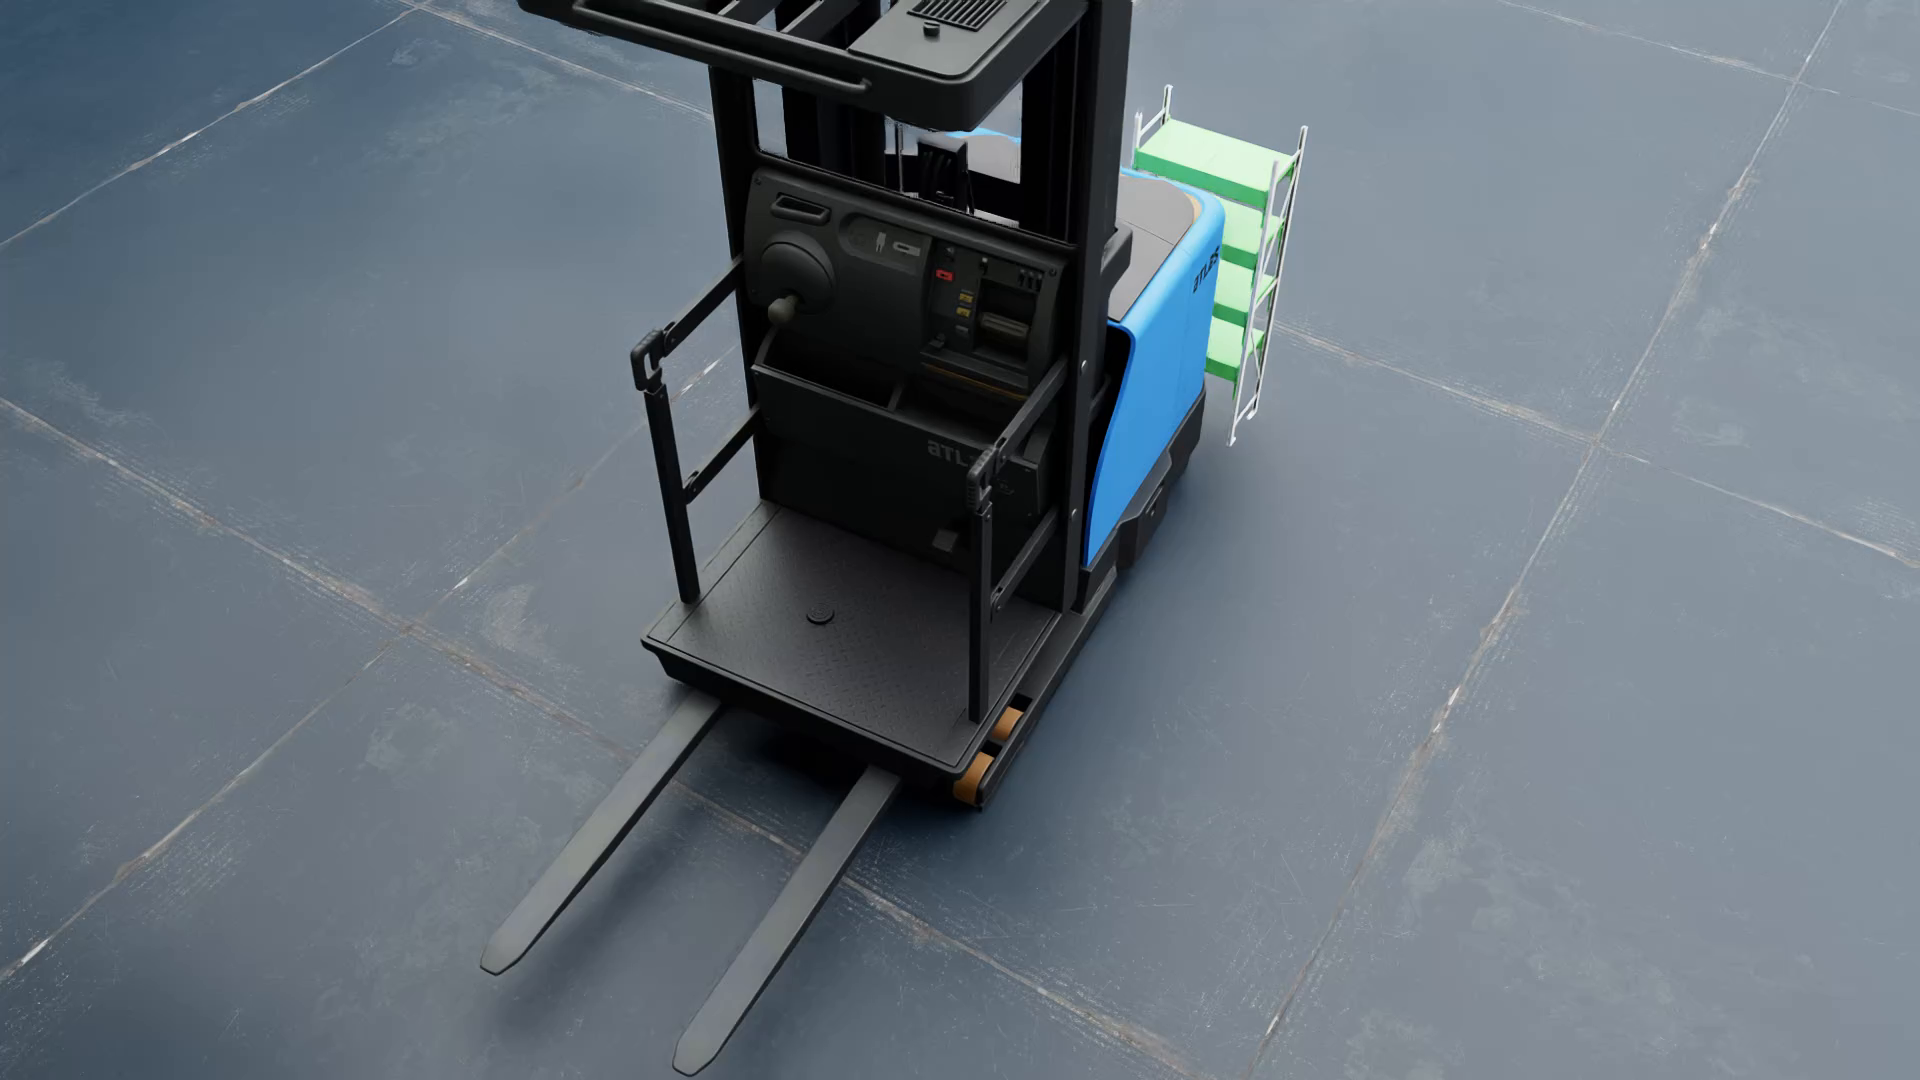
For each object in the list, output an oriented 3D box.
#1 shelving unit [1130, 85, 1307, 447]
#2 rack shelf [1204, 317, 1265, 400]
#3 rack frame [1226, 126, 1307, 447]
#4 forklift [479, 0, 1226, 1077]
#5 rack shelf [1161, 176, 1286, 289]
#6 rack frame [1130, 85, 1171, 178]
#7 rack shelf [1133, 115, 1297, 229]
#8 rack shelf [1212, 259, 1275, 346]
[{"bbox_3d":[0.839,-0.930,5.813,0.503,1.200,0.258,24,49,21],"label":"shelving unit"},{"bbox_3d":[0.836,-0.714,6.027,0.480,0.148,0.258,24,49,21],"label":"rack shelf"},{"bbox_3d":[1.048,-0.839,5.725,0.015,1.200,0.240,24,49,21],"label":"rack frame"},{"bbox_3d":[-0.263,-0.601,4.290,1.130,2.935,3.031,21,49,19],"label":"forklift"},{"bbox_3d":[0.841,-1.055,5.689,0.480,0.148,0.258,24,49,21],"label":"rack shelf"},{"bbox_3d":[0.631,-1.021,5.901,0.015,1.200,0.240,24,49,21],"label":"rack frame"},{"bbox_3d":[0.844,-1.225,5.520,0.480,0.148,0.258,24,49,21],"label":"rack shelf"},{"bbox_3d":[0.839,-0.885,5.858,0.480,0.148,0.258,24,49,21],"label":"rack shelf"}]
